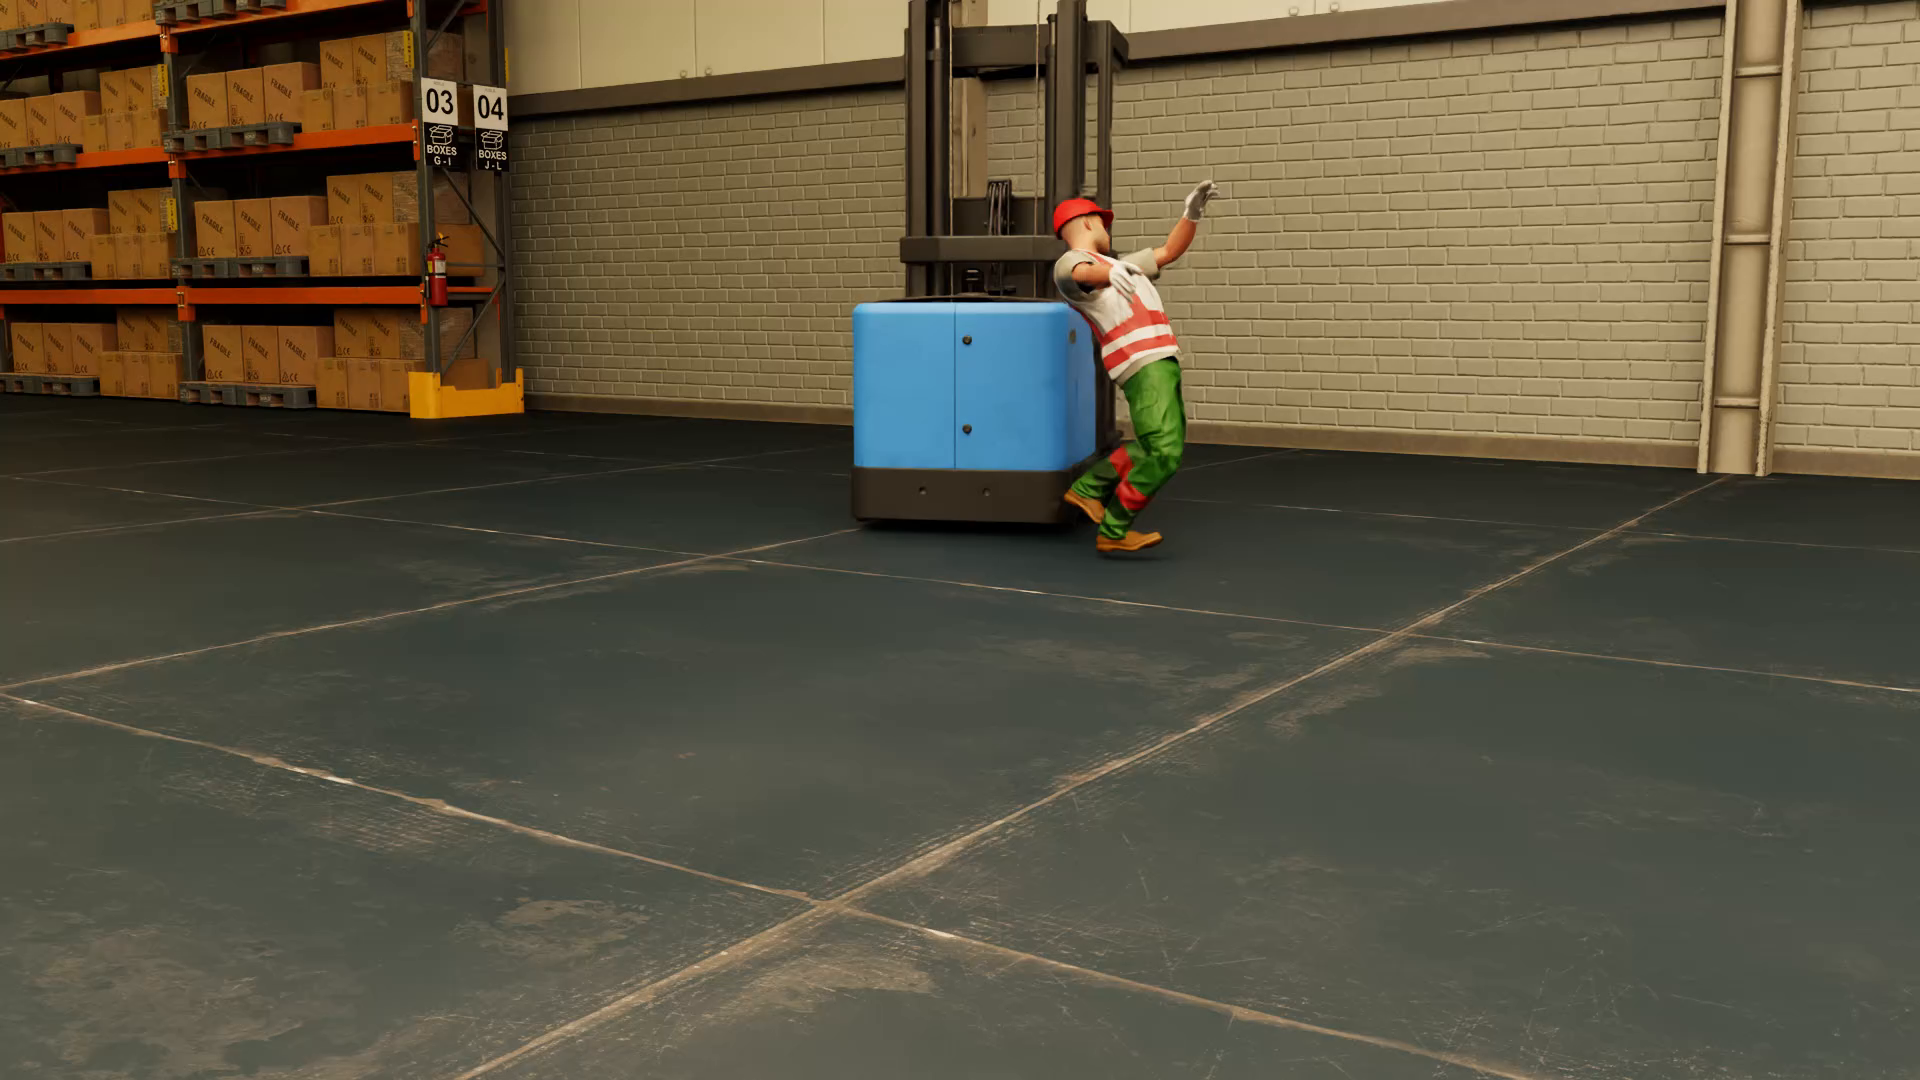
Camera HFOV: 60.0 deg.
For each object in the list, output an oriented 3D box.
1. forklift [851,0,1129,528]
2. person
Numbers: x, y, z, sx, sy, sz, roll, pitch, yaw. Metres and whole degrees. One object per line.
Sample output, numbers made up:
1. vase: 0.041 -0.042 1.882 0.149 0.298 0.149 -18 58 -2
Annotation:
1. forklift: 0.305 -1.677 8.985 1.130 2.935 3.031 2 8 12
2. person: 0.684 -0.716 6.937 0.725 1.548 1.101 2 8 14
